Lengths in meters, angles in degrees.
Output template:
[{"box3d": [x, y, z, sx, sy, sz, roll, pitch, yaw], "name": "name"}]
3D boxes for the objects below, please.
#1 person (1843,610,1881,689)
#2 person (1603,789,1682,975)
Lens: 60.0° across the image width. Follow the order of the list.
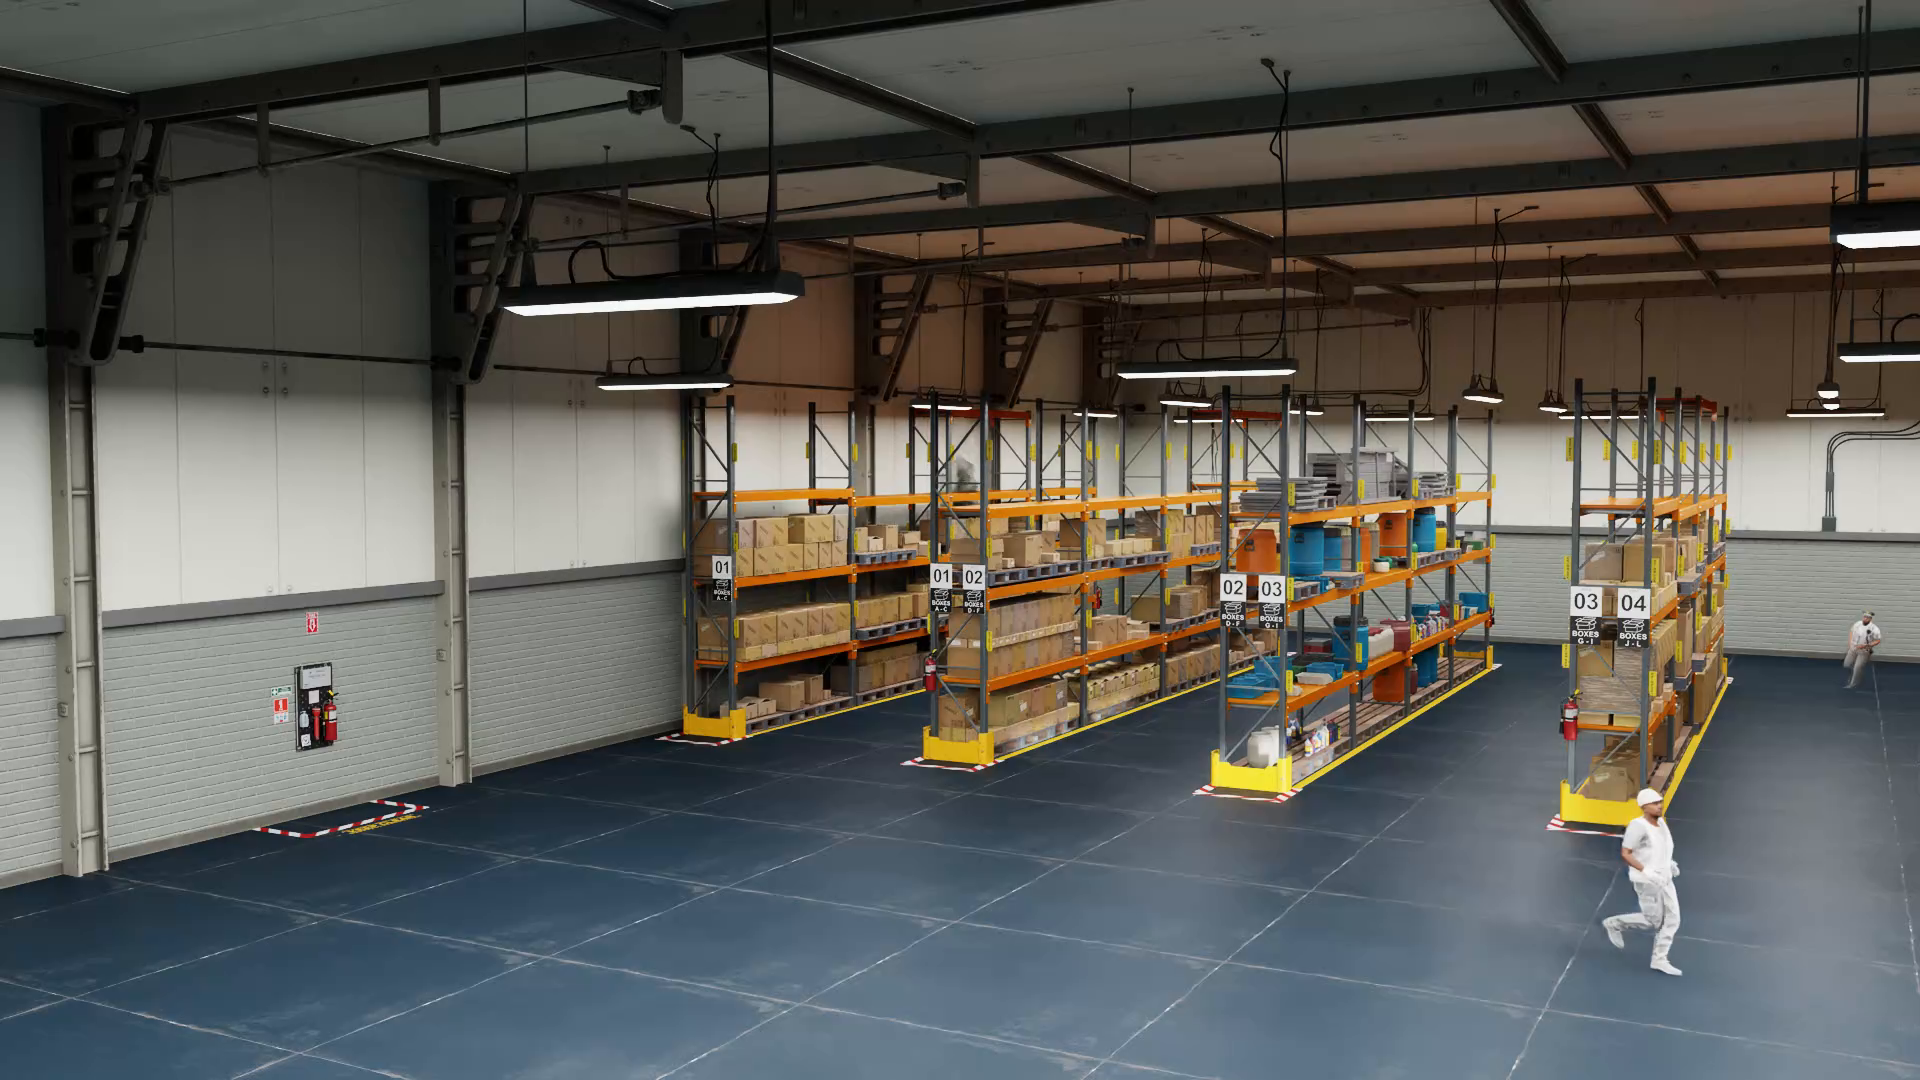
[{"box3d": [19.003, 2.315, 35.047, 0.601, 1.705, 0.746, -2, 4, -35], "name": "person"}, {"box3d": [6.673, 3.288, 16.161, 0.688, 1.757, 0.767, -2, 4, -38], "name": "person"}]
